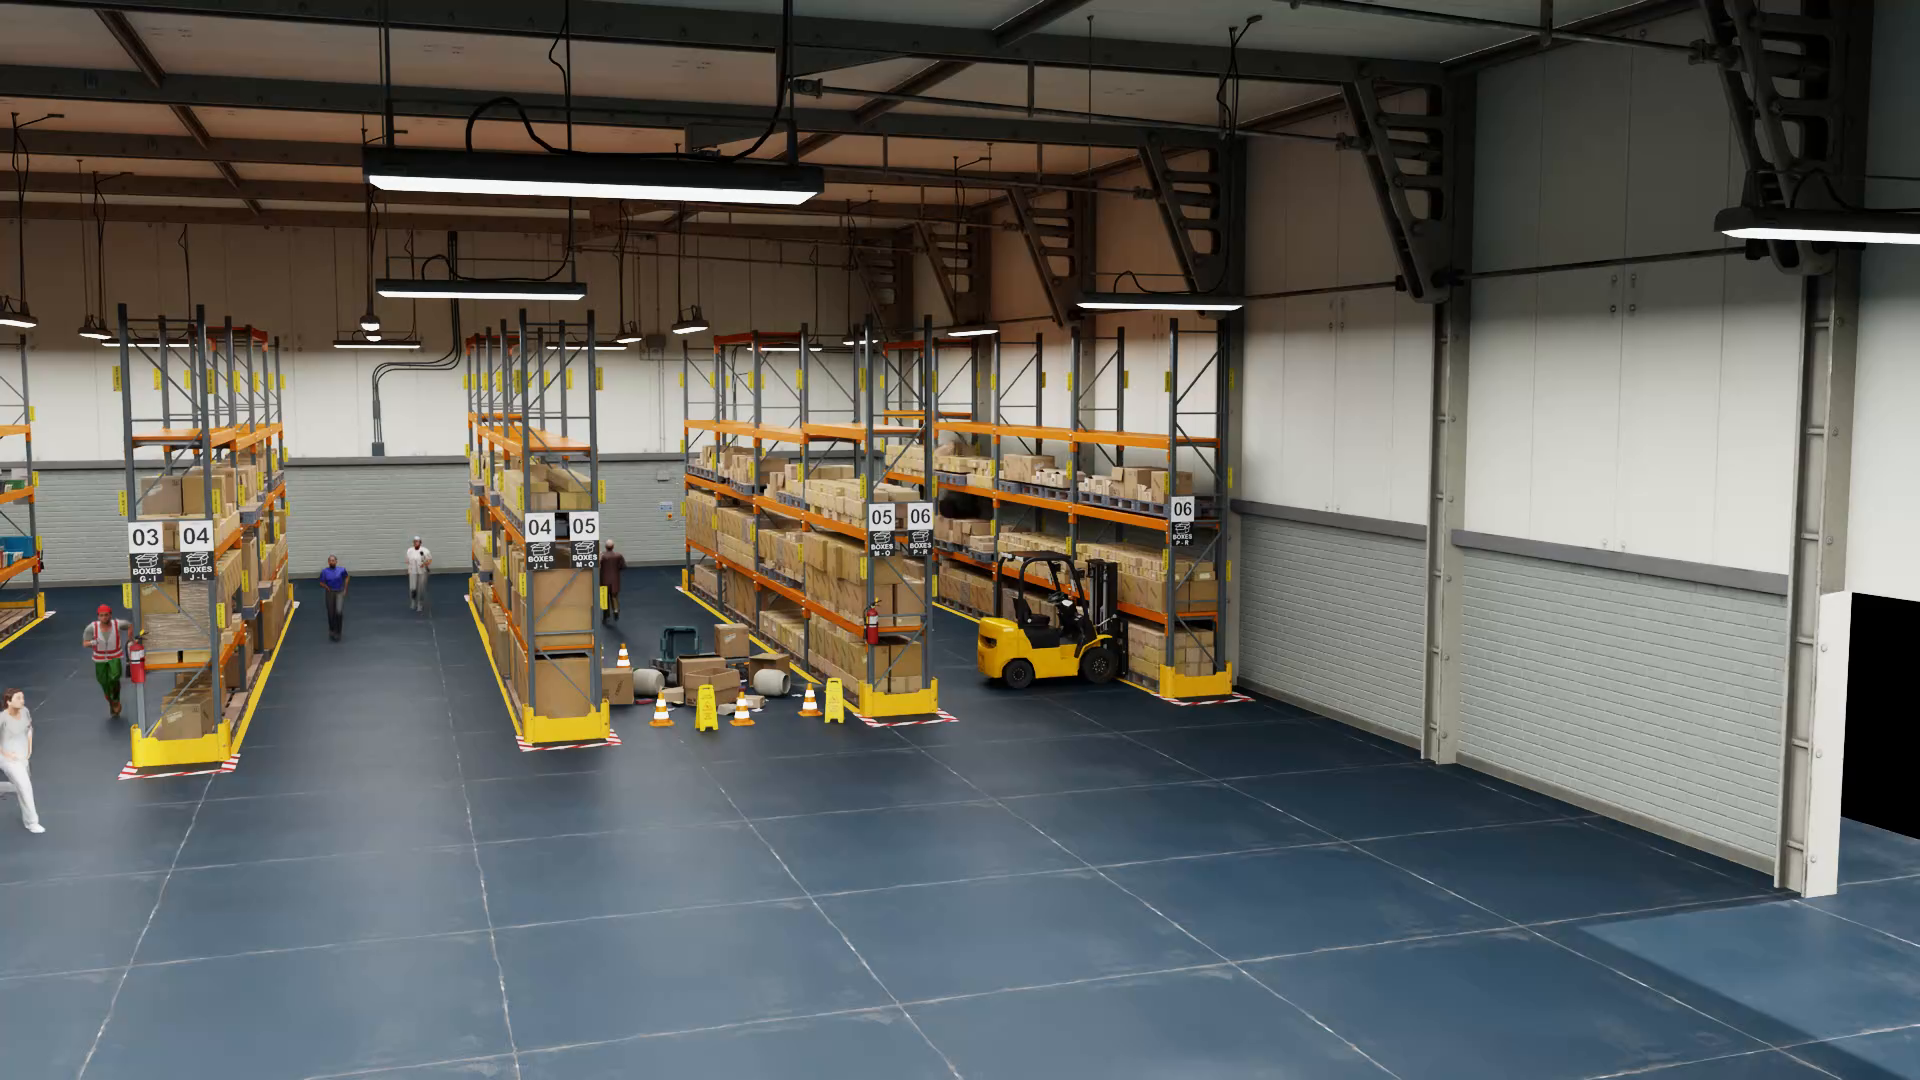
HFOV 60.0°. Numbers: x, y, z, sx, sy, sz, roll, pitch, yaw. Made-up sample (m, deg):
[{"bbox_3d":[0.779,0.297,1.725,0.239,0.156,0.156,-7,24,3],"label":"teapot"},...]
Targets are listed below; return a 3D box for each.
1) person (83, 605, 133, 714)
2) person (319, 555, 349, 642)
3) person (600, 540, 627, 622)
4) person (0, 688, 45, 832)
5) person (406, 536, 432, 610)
[{"bbox_3d":[-12.627,1.786,24.672,0.631,1.698,0.863,-2,6,-18],"label":"person"},{"bbox_3d":[-12.174,1.130,32.363,0.524,1.703,0.767,-1,6,-12],"label":"person"},{"bbox_3d":[-7.238,0.865,34.289,0.723,1.759,1.095,-2,6,-19],"label":"person"},{"bbox_3d":[-10.656,2.455,18.594,0.857,1.653,0.571,1,6,14],"label":"person"},{"bbox_3d":[-11.850,0.736,36.377,0.586,1.633,0.576,-1,5,-9],"label":"person"}]
